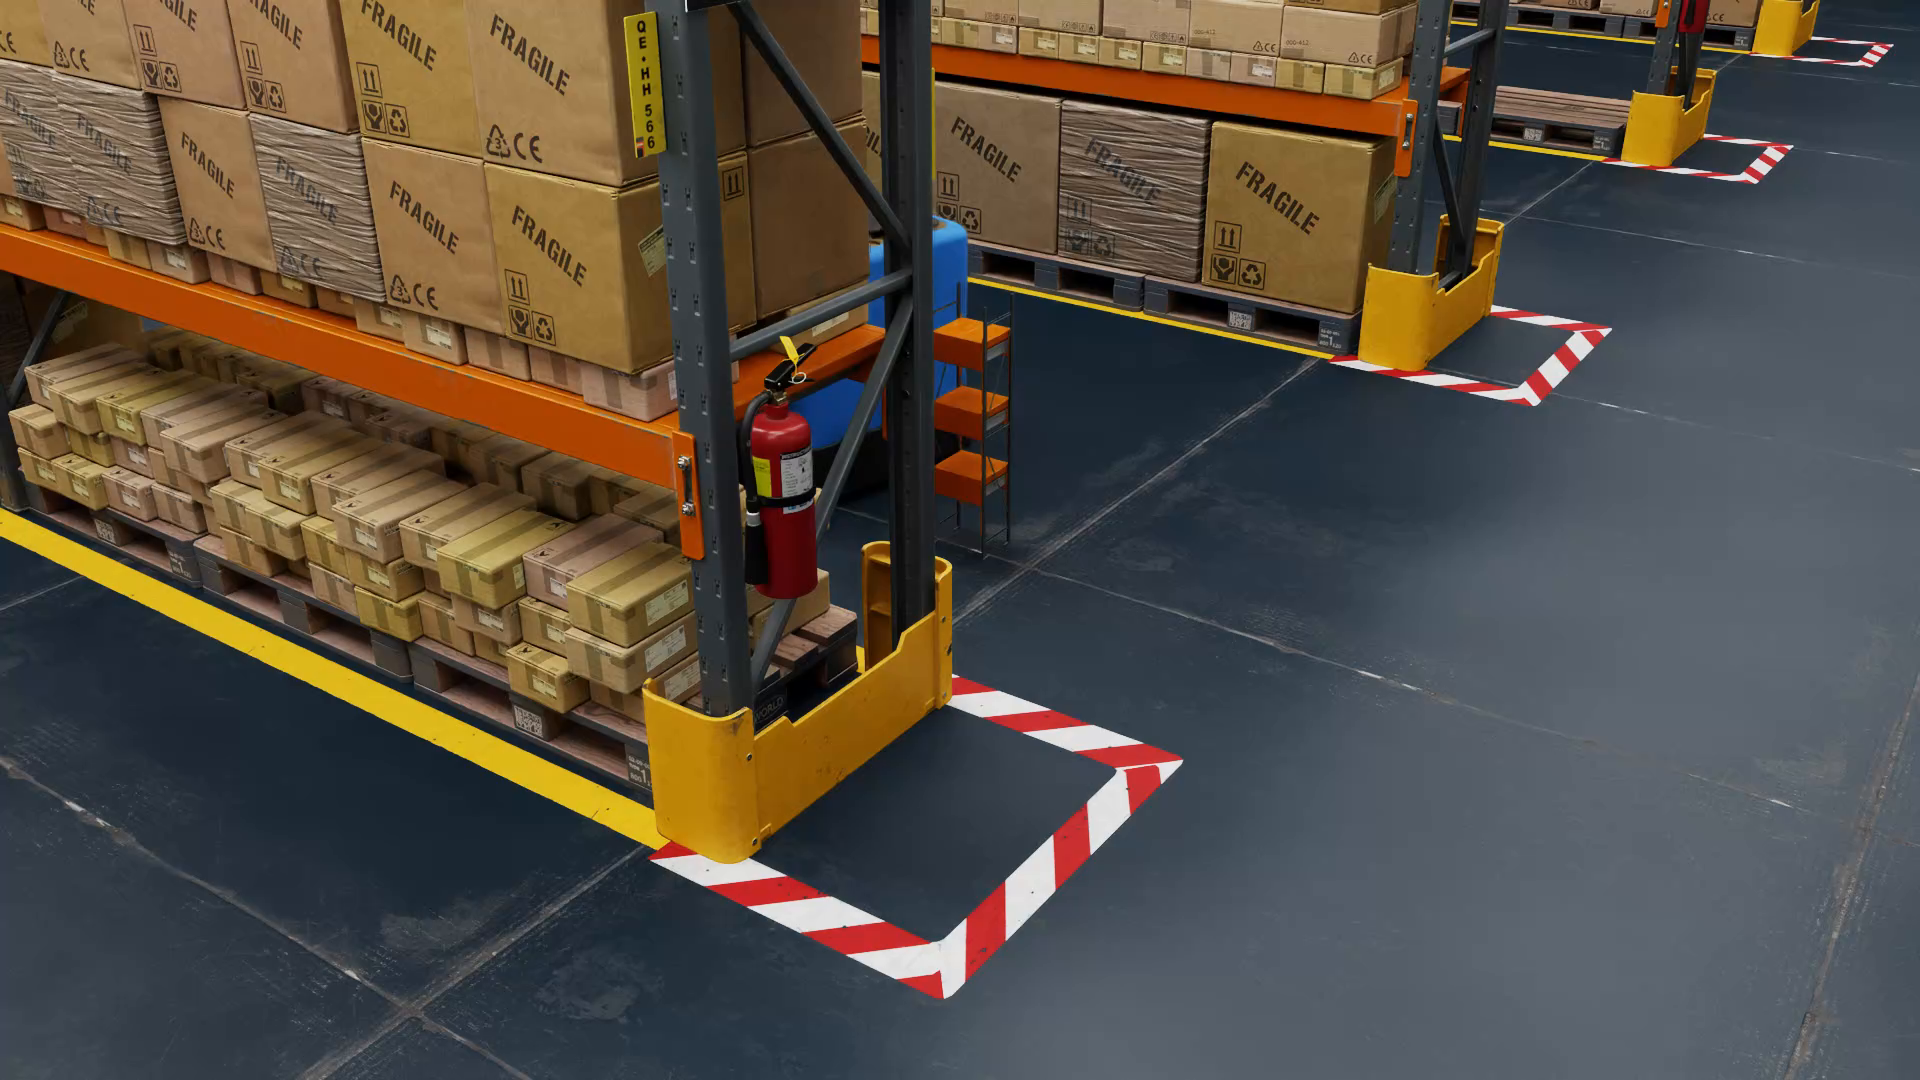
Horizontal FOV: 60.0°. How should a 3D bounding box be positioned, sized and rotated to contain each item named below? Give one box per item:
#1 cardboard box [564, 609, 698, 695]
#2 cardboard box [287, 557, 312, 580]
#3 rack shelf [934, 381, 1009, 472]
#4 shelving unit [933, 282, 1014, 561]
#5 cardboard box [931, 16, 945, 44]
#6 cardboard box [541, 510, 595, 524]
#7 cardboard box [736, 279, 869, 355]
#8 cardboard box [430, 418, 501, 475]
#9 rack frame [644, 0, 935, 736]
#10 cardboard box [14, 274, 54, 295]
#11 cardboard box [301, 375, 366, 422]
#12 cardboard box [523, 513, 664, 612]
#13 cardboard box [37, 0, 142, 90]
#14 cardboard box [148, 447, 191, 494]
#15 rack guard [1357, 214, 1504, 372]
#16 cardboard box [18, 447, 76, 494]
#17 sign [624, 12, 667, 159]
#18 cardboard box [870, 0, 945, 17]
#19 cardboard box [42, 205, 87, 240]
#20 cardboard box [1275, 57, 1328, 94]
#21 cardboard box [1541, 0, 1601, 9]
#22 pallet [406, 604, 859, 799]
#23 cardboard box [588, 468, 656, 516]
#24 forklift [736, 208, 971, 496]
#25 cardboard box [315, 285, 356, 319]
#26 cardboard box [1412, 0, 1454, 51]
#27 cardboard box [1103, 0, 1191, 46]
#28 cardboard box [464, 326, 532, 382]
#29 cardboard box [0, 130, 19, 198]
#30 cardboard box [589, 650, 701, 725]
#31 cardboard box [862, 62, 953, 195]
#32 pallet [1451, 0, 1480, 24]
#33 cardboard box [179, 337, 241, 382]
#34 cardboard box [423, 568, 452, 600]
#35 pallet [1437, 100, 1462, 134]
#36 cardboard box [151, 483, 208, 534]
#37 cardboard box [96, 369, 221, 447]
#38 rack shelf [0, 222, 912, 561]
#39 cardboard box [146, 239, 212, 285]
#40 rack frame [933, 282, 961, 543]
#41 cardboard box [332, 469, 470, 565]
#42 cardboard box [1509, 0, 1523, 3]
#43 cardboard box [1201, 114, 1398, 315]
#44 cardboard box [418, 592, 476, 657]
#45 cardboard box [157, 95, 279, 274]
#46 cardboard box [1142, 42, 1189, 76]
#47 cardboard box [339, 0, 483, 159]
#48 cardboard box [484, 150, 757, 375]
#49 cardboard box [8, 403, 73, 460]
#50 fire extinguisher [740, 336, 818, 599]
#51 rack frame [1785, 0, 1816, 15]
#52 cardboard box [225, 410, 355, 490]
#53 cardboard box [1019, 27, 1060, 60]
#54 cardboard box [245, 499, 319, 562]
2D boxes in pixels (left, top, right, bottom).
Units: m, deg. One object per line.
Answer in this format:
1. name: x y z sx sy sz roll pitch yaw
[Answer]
1. cardboard box: -1.007 0.305 5.195 0.250 0.149 0.380 16 31 29
2. cardboard box: -2.237 0.010 6.104 0.250 0.149 0.380 18 32 32
3. rack shelf: 0.044 -0.445 6.490 0.240 0.259 0.215 17 32 30
4. shelving unit: 0.044 -0.454 6.485 0.252 1.050 0.215 17 32 30
5. cardboard box: -0.109 -2.958 9.533 0.250 0.149 0.380 16 31 29
6. cardboard box: -1.293 -0.124 6.039 0.250 0.149 0.380 18 32 32
7. cardboard box: -0.492 -0.711 5.116 0.250 0.149 0.380 17 32 30
8. cardboard box: -1.746 -0.391 6.235 0.250 0.149 0.380 18 32 31
9. rack frame: -0.411 -0.617 4.655 0.127 3.000 1.000 17 32 30
10. cardboard box: -4.167 -1.340 7.542 0.500 0.250 0.500 16 31 28
11. cardboard box: -2.380 -0.589 6.624 0.250 0.149 0.380 16 31 28
12. cardboard box: -1.165 0.074 5.321 0.250 0.149 0.380 18 32 31
13. cardboard box: -2.640 -1.791 5.422 0.500 0.500 0.500 18 32 31
14. cardboard box: -2.889 -0.330 6.443 0.250 0.149 0.380 16 31 28
15. rack guard: 2.501 -1.325 8.803 0.348 0.500 1.175 17 32 30
16. cardboard box: -3.590 -0.347 6.805 0.250 0.149 0.380 16 31 28
17. sign: -0.741 -1.071 3.923 0.005 0.325 0.100 17 32 30
18. cardboard box: -0.170 -3.190 9.548 0.500 0.250 0.500 17 32 30
19. cardboard box: -3.155 -1.250 6.175 0.250 0.149 0.380 16 31 28
20. cardboard box: 1.786 -2.368 8.372 0.250 0.149 0.380 18 32 31
21. cardboard box: 6.347 -5.778 17.064 0.637 0.503 0.797 17 32 30
22. pallet: -1.123 0.385 5.762 1.213 0.211 1.003 17 32 30
23. cardboard box: -1.081 -0.199 5.857 0.250 0.149 0.380 17 32 30
24. forklift: -1.317 -2.019 7.487 1.130 2.935 3.031 -23 35 -37
25. cardboard box: -1.851 -0.847 5.384 0.250 0.149 0.380 16 31 28
26. cardboard box: 2.238 -2.735 8.655 0.500 0.250 0.500 16 31 29
27. cardboard box: 1.094 -2.797 8.777 0.500 0.250 0.500 16 31 29
28. cardboard box: -1.238 -0.620 4.937 0.250 0.149 0.380 17 32 30
29. cardboard box: -3.442 -1.600 6.148 0.500 0.500 0.500 17 31 29
30. cardboard box: -0.963 0.409 5.319 0.250 0.149 0.380 18 32 31
31. cardboard box: -0.318 -2.513 10.261 0.875 0.875 0.875 17 32 30
32. pallet: 5.361 -5.755 17.827 1.213 0.211 1.003 17 32 30
33. cardboard box: -3.034 -0.781 7.002 0.250 0.149 0.380 18 32 31
34. cardboard box: -1.600 0.065 5.668 0.250 0.149 0.380 17 31 30
35. pallet: 3.626 -3.594 13.580 1.213 0.211 1.003 17 32 30
36. cardboard box: -2.898 -0.188 6.492 0.250 0.149 0.380 17 31 29
37. cardboard box: -3.111 -0.520 6.490 0.250 0.149 0.380 17 31 30
38. rack shelf: -2.059 -0.810 5.827 4.000 0.370 1.077 17 32 30
39. cardboard box: -2.547 -1.017 5.718 0.250 0.149 0.380 19 33 32
40. rack frame: -0.056 -0.485 6.546 0.008 1.050 0.200 17 32 30
41. cardboard box: -1.881 -0.083 5.631 0.250 0.149 0.380 19 32 32
42. cardboard box: 5.738 -5.701 17.285 0.250 0.166 0.380 17 32 30
43. cardboard box: 1.908 -1.820 8.899 0.875 0.875 0.875 17 32 30
44. cardboard box: -1.612 0.223 5.686 0.250 0.149 0.380 18 32 31
45. cardboard box: -2.177 -1.206 5.374 0.500 0.500 0.500 19 33 33
46. cardboard box: 1.158 -2.563 8.757 0.250 0.149 0.380 17 31 29
47. cardboard box: -1.346 -1.394 4.642 0.500 0.500 0.500 16 31 29
48. cardboard box: -0.927 -0.813 4.602 0.500 0.500 0.500 18 32 31
49. cardboard box: -3.590 -0.480 6.739 0.250 0.149 0.380 19 33 33
50. fire extinguisher: -0.464 -0.179 4.291 0.183 0.674 0.296 17 32 30
51. rack frame: 8.093 -6.148 15.523 0.127 3.000 1.000 17 32 30
52. cardboard box: -2.448 -0.327 6.110 0.250 0.149 0.380 16 31 28
53. cardboard box: 0.525 -2.760 9.144 0.250 0.149 0.380 16 31 29
54. cardboard box: -2.314 -0.089 5.970 0.250 0.149 0.380 18 32 31
